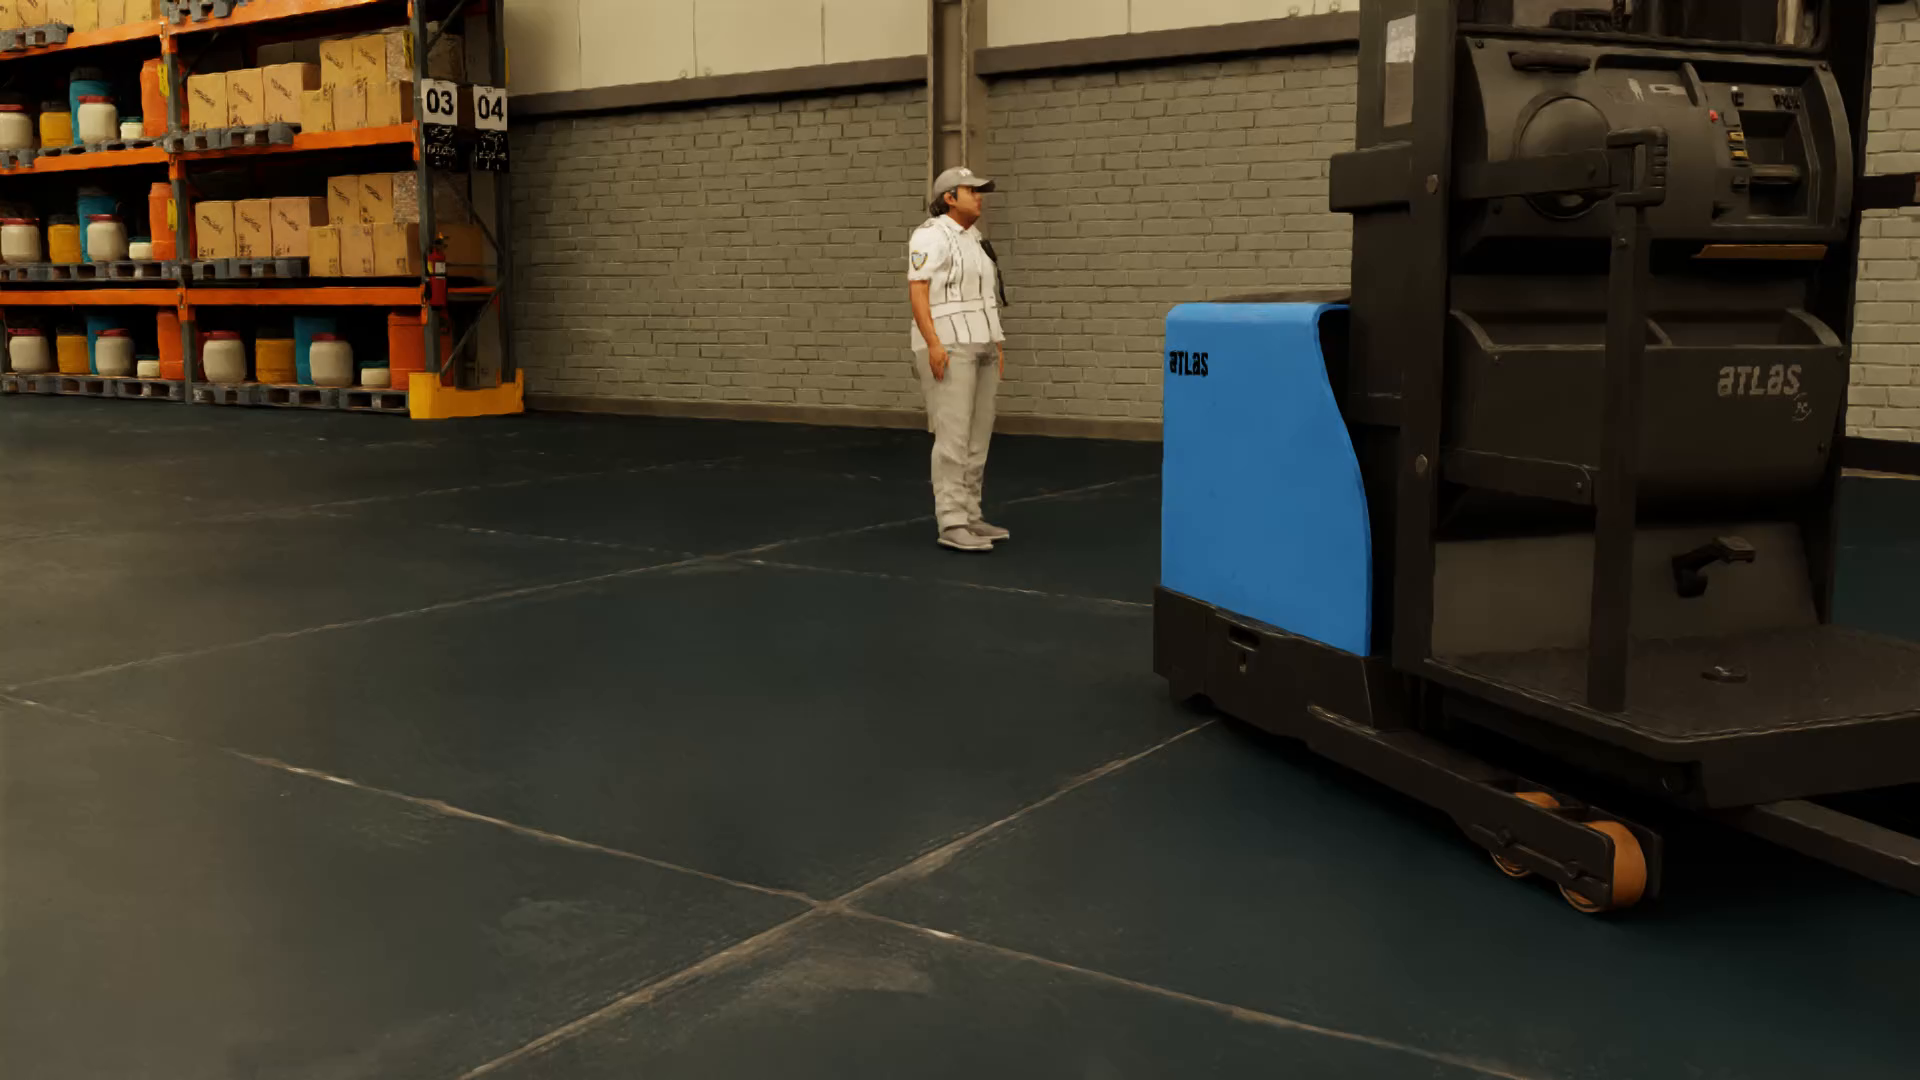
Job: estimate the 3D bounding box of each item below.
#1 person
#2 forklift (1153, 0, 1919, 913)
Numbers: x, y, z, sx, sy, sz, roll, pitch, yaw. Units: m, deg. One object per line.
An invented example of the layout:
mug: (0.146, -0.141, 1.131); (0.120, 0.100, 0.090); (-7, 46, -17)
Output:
person: (0.051, -0.824, 7.424); (0.529, 1.669, 0.598); (5, 10, 34)
forklift: (1.512, -0.854, 3.197); (1.130, 2.935, 3.031); (-3, 9, -20)
